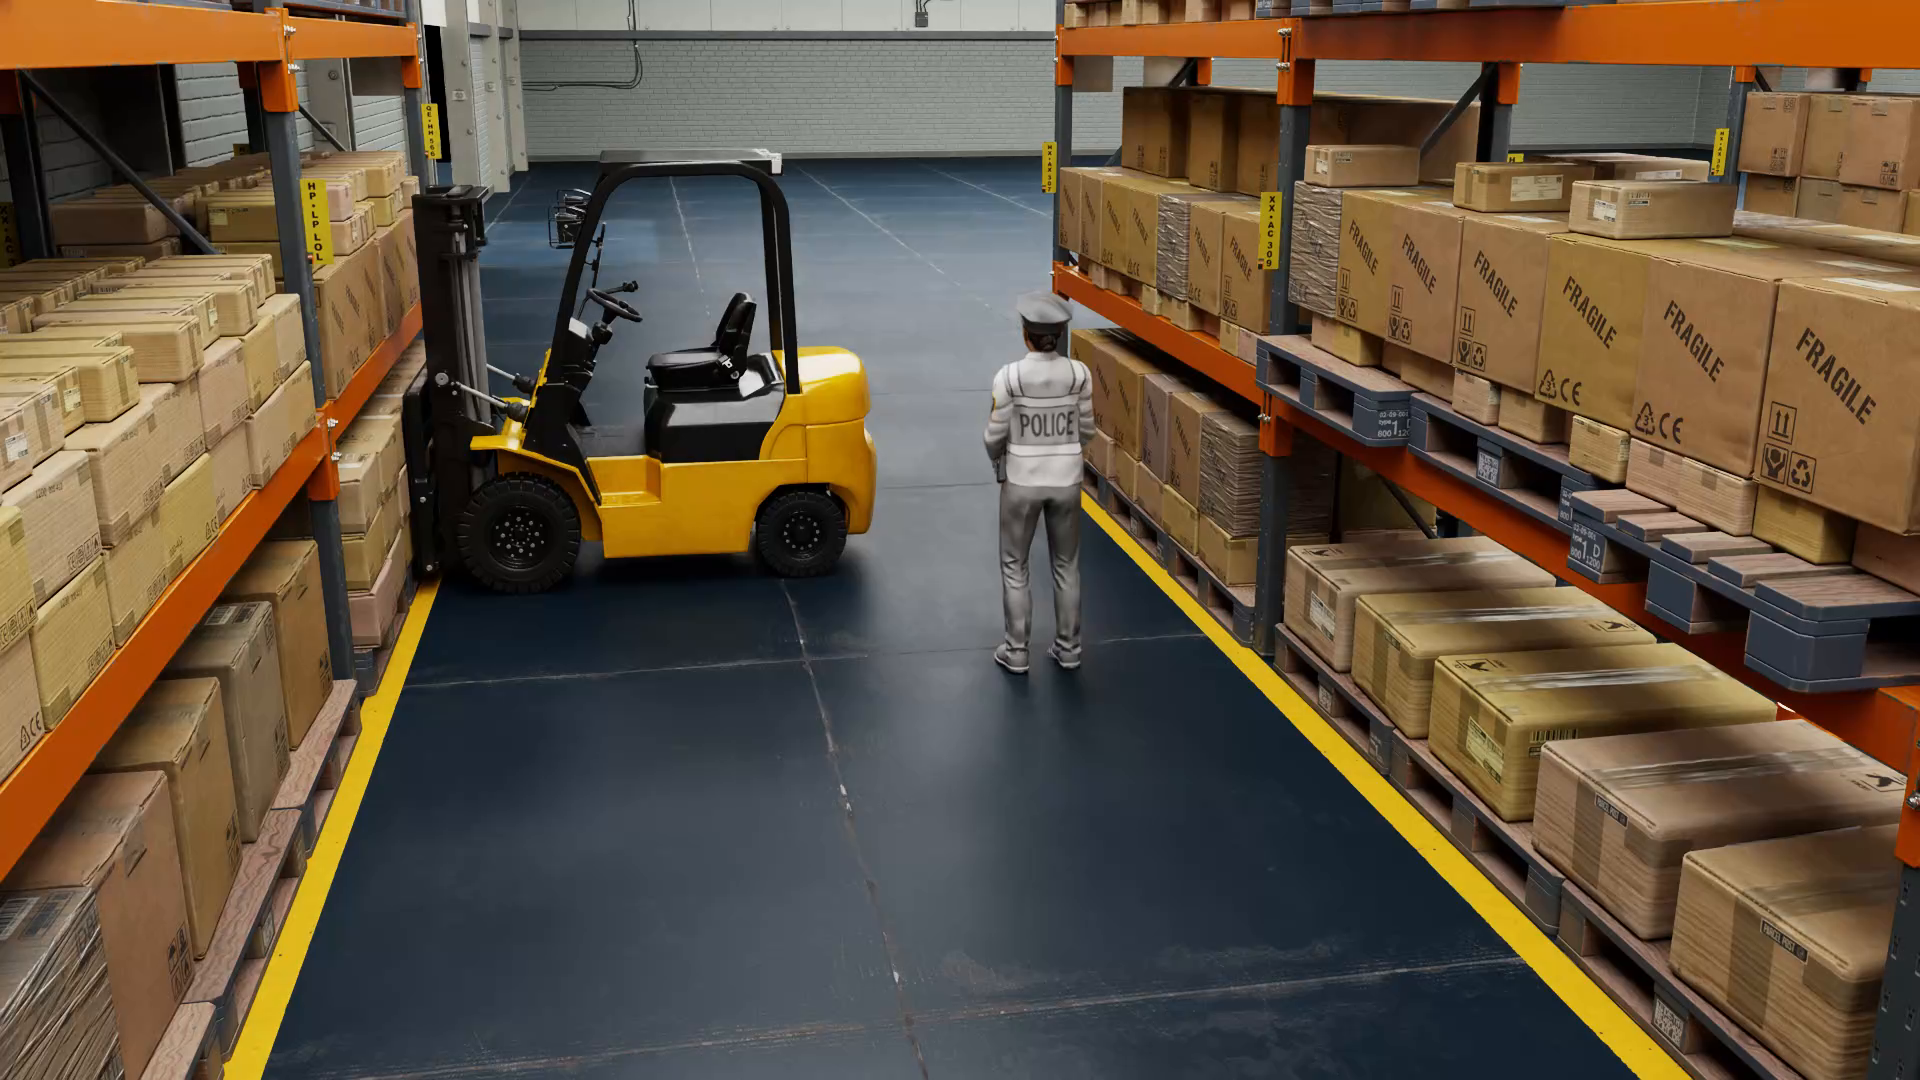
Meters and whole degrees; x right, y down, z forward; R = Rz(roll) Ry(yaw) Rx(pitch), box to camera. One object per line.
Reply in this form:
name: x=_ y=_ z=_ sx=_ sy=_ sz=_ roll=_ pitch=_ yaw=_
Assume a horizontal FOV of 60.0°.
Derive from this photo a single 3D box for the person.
person: x=0.338 y=-0.259 z=7.357 sx=0.489 sy=1.692 sz=0.489 roll=-3 pitch=17 yaw=-11
